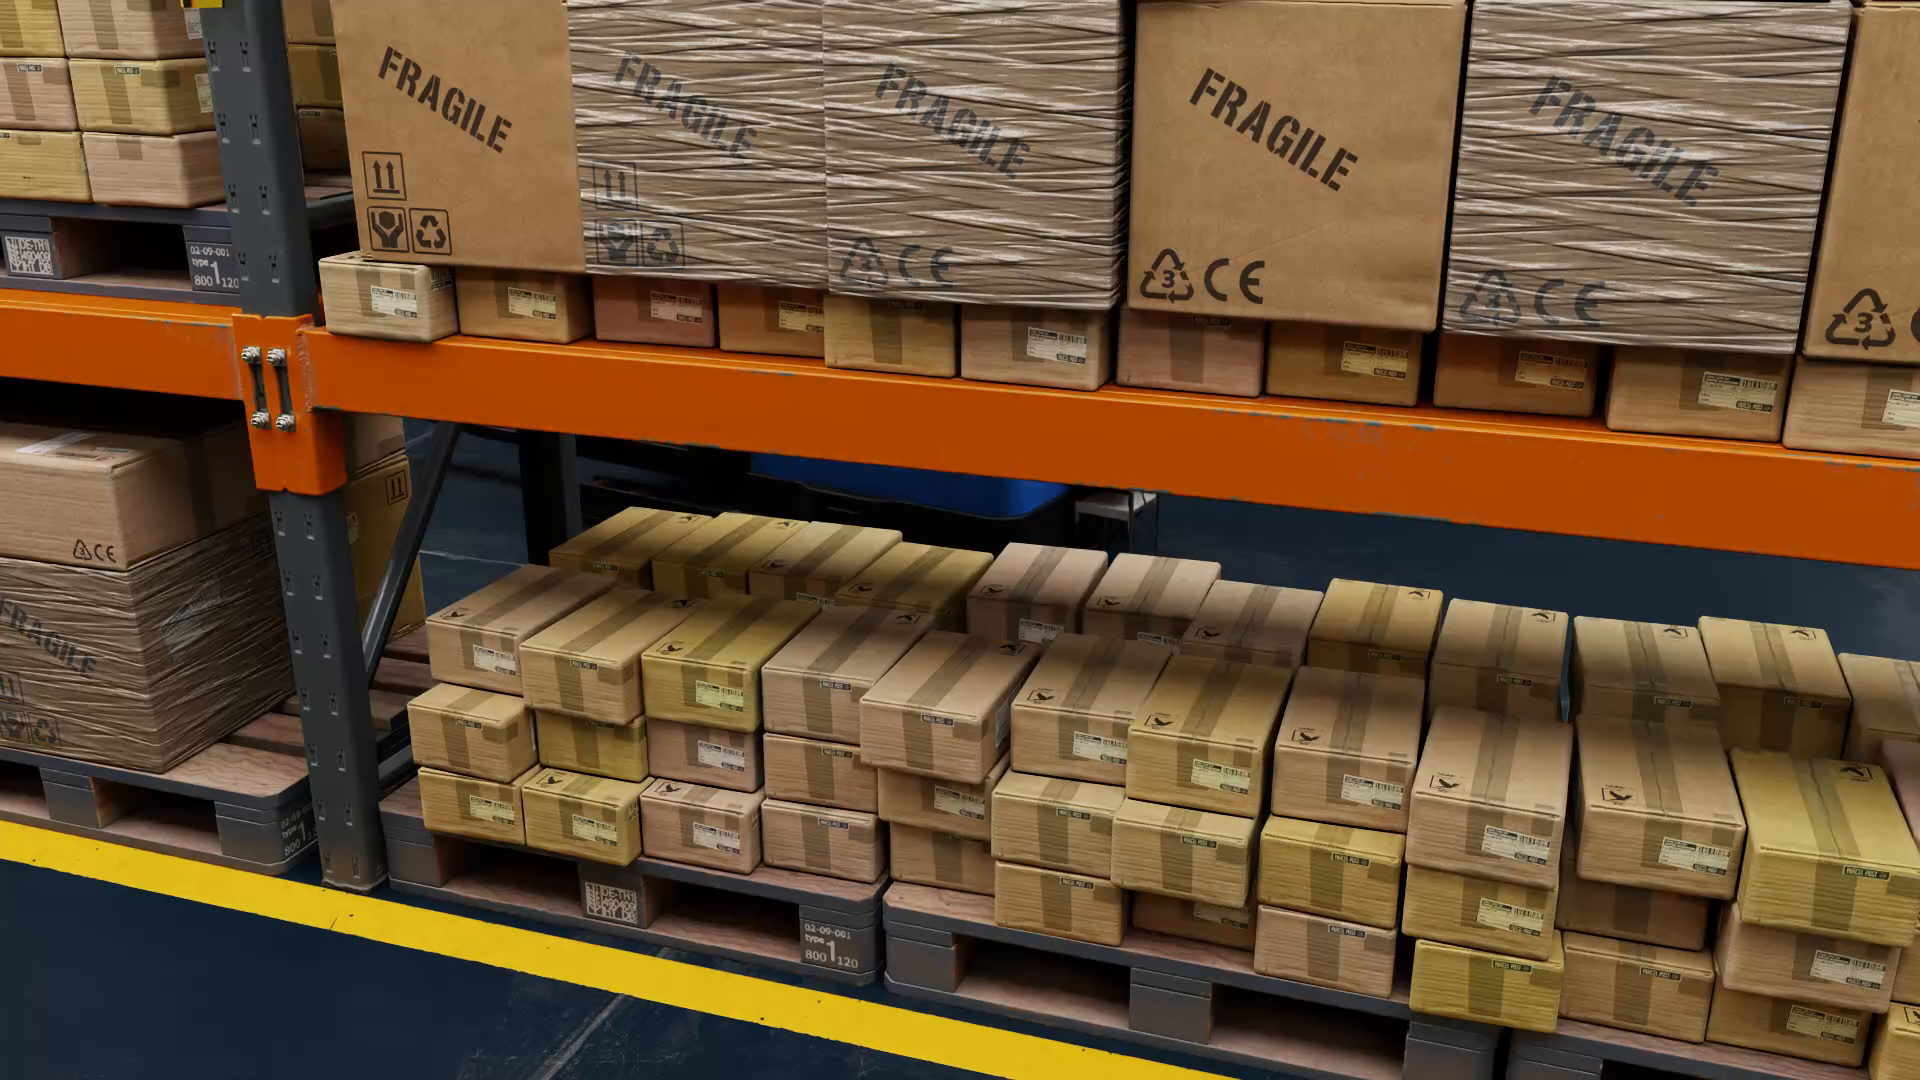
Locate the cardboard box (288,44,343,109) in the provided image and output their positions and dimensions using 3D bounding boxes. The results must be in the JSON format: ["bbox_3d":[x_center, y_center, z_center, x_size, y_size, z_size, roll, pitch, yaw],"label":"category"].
[{"bbox_3d":[-1.455,-1.178,4.191,0.250,0.149,0.380,7,20,19],"label":"cardboard box"}]

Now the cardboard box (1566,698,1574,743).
[{"bbox_3d":[1.426,0.423,3.547,0.250,0.149,0.380,7,20,20],"label":"cardboard box"}]

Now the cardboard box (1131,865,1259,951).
[{"bbox_3d":[0.516,0.647,3.357,0.250,0.149,0.380,7,20,20],"label":"cardboard box"}]

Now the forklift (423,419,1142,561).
[{"bbox_3d":[-0.852,-1.549,6.066,3.031,2.935,1.130,11,22,29],"label":"forklift"}]

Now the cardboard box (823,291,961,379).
[{"bbox_3d":[-0.065,-0.426,3.122,0.250,0.149,0.380,7,20,19],"label":"cardboard box"}]

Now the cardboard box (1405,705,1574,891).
[{"bbox_3d":[0.960,0.455,3.002,0.250,0.149,0.380,7,21,20],"label":"cardboard box"}]

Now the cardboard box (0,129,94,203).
[{"bbox_3d":[-1.920,-0.861,3.734,0.250,0.149,0.380,7,20,18],"label":"cardboard box"}]

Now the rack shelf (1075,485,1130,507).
[{"bbox_3d":[0.540,-0.198,5.653,0.200,0.077,0.258,11,22,29],"label":"rack shelf"}]

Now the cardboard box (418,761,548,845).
[{"bbox_3d":[-0.996,0.515,3.736,0.250,0.149,0.380,6,20,16],"label":"cardboard box"}]

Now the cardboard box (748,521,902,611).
[{"bbox_3d":[-0.321,0.092,4.045,0.250,0.149,0.380,6,20,18],"label":"cardboard box"}]

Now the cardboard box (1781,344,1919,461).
[{"bbox_3d":[1.430,-0.250,2.619,0.250,0.149,0.380,7,20,20],"label":"cardboard box"}]

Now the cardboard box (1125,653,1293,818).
[{"bbox_3d":[0.491,0.373,3.239,0.250,0.149,0.380,7,20,18],"label":"cardboard box"}]

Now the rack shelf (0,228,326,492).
[{"bbox_3d":[-3.123,-0.649,4.474,4.000,0.370,1.077,7,20,18],"label":"rack shelf"}]

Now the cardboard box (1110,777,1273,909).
[{"bbox_3d":[0.462,0.537,3.221,0.250,0.149,0.380,7,20,19],"label":"cardboard box"}]

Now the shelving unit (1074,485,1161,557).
[{"bbox_3d":[0.540,-0.315,5.612,0.210,0.900,0.258,11,22,29],"label":"shelving unit"}]

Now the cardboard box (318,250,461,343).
[{"bbox_3d":[-1.074,-0.522,3.397,0.250,0.149,0.380,7,21,20],"label":"cardboard box"}]

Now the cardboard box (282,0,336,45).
[{"bbox_3d":[-1.455,-1.319,4.142,0.250,0.149,0.380,8,21,21],"label":"cardboard box"}]

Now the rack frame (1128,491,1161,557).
[{"bbox_3d":[0.627,-0.297,5.562,0.006,0.900,0.240,11,22,29],"label":"rack frame"}]

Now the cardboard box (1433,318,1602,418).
[{"bbox_3d":[0.956,-0.336,2.864,0.250,0.149,0.380,6,20,16],"label":"cardboard box"}]

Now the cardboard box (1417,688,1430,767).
[{"bbox_3d":[0.875,0.407,3.591,0.250,0.149,0.380,8,21,21],"label":"cardboard box"}]

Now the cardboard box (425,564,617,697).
[{"bbox_3d":[-0.977,0.196,3.746,0.250,0.149,0.380,7,21,20],"label":"cardboard box"}]

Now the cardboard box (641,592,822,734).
[{"bbox_3d":[-0.481,0.256,3.573,0.250,0.149,0.380,6,20,17],"label":"cardboard box"}]

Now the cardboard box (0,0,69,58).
[{"bbox_3d":[-1.932,-1.145,3.643,0.250,0.149,0.380,6,20,16],"label":"cardboard box"}]

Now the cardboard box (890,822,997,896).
[{"bbox_3d":[0.029,0.584,3.537,0.250,0.149,0.380,6,20,16],"label":"cardboard box"}]

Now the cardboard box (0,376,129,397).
[{"bbox_3d":[-2.349,-0.363,4.582,0.500,0.250,0.500,7,20,20],"label":"cardboard box"}]

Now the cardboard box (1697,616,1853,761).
[{"bbox_3d":[1.665,0.305,3.434,0.250,0.149,0.380,6,20,18],"label":"cardboard box"}]

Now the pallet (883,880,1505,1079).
[{"bbox_3d":[0.568,0.737,3.641,1.213,0.211,1.003,7,20,18],"label":"pallet"}]

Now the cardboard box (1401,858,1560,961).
[{"bbox_3d":[0.967,0.591,3.064,0.250,0.149,0.380,7,20,19],"label":"cardboard box"}]

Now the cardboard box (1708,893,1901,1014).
[{"bbox_3d":[1.461,0.643,2.915,0.250,0.149,0.380,6,20,16],"label":"cardboard box"}]

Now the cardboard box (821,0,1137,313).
[{"bbox_3d":[0.085,-0.712,2.957,0.500,0.500,0.500,6,20,17],"label":"cardboard box"}]

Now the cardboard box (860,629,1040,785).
[{"bbox_3d":[-0.014,0.330,3.361,0.250,0.149,0.380,7,20,19],"label":"cardboard box"}]

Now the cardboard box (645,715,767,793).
[{"bbox_3d":[-0.486,0.388,3.647,0.250,0.149,0.380,6,20,18],"label":"cardboard box"}]

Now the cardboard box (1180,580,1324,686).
[{"bbox_3d":[0.642,0.231,3.646,0.250,0.149,0.380,7,20,18],"label":"cardboard box"}]

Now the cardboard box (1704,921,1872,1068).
[{"bbox_3d":[1.481,0.764,3.021,0.250,0.149,0.380,6,20,18],"label":"cardboard box"}]

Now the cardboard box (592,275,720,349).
[{"bbox_3d":[-0.537,-0.504,3.347,0.250,0.149,0.380,6,20,16],"label":"cardboard box"}]

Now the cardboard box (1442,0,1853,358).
[{"bbox_3d":[1.068,-0.606,2.653,0.500,0.500,0.500,7,20,18],"label":"cardboard box"}]

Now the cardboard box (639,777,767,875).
[{"bbox_3d":[-0.492,0.554,3.623,0.250,0.149,0.380,6,20,18],"label":"cardboard box"}]

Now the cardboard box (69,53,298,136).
[{"bbox_3d":[-1.675,-0.974,3.606,0.250,0.149,0.380,7,20,20],"label":"cardboard box"}]

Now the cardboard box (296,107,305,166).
[{"bbox_3d":[-1.719,-1.066,4.321,0.250,0.149,0.380,7,20,19],"label":"cardboard box"}]

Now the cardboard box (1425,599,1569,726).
[{"bbox_3d":[1.145,0.271,3.531,0.250,0.149,0.380,7,21,20],"label":"cardboard box"}]

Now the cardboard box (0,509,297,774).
[{"bbox_3d":[-2.016,0.208,4.082,0.500,0.500,0.500,6,20,17],"label":"cardboard box"}]

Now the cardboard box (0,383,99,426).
[{"bbox_3d":[-2.502,-0.206,4.131,0.500,0.250,0.500,8,21,21],"label":"cardboard box"}]

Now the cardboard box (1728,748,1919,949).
[{"bbox_3d":[1.456,0.515,2.832,0.250,0.149,0.380,6,20,17],"label":"cardboard box"}]

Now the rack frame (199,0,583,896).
[{"bbox_3d":[-1.234,-0.773,3.735,0.127,3.000,1.000,7,20,18],"label":"rack frame"}]

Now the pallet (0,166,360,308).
[{"bbox_3d":[-1.908,-0.810,4.134,1.213,0.211,1.003,7,20,18],"label":"pallet"}]

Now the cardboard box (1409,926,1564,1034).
[{"bbox_3d":[0.982,0.733,3.109,0.250,0.149,0.380,6,20,16],"label":"cardboard box"}]

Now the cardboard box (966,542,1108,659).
[{"bbox_3d":[0.185,0.145,3.893,0.250,0.149,0.380,6,20,15],"label":"cardboard box"}]

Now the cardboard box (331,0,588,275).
[{"bbox_3d":[-0.849,-0.828,3.292,0.500,0.500,0.500,6,20,17],"label":"cardboard box"}]

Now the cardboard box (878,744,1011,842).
[{"bbox_3d":[0.020,0.455,3.455,0.250,0.149,0.380,8,21,21],"label":"cardboard box"}]

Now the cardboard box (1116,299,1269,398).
[{"bbox_3d":[0.454,-0.380,2.991,0.250,0.149,0.380,7,21,20],"label":"cardboard box"}]

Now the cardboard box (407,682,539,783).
[{"bbox_3d":[-0.997,0.374,3.689,0.250,0.149,0.380,8,21,21],"label":"cardboard box"}]

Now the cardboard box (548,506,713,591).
[{"bbox_3d":[-0.813,0.052,4.160,0.250,0.149,0.380,7,20,20],"label":"cardboard box"}]
